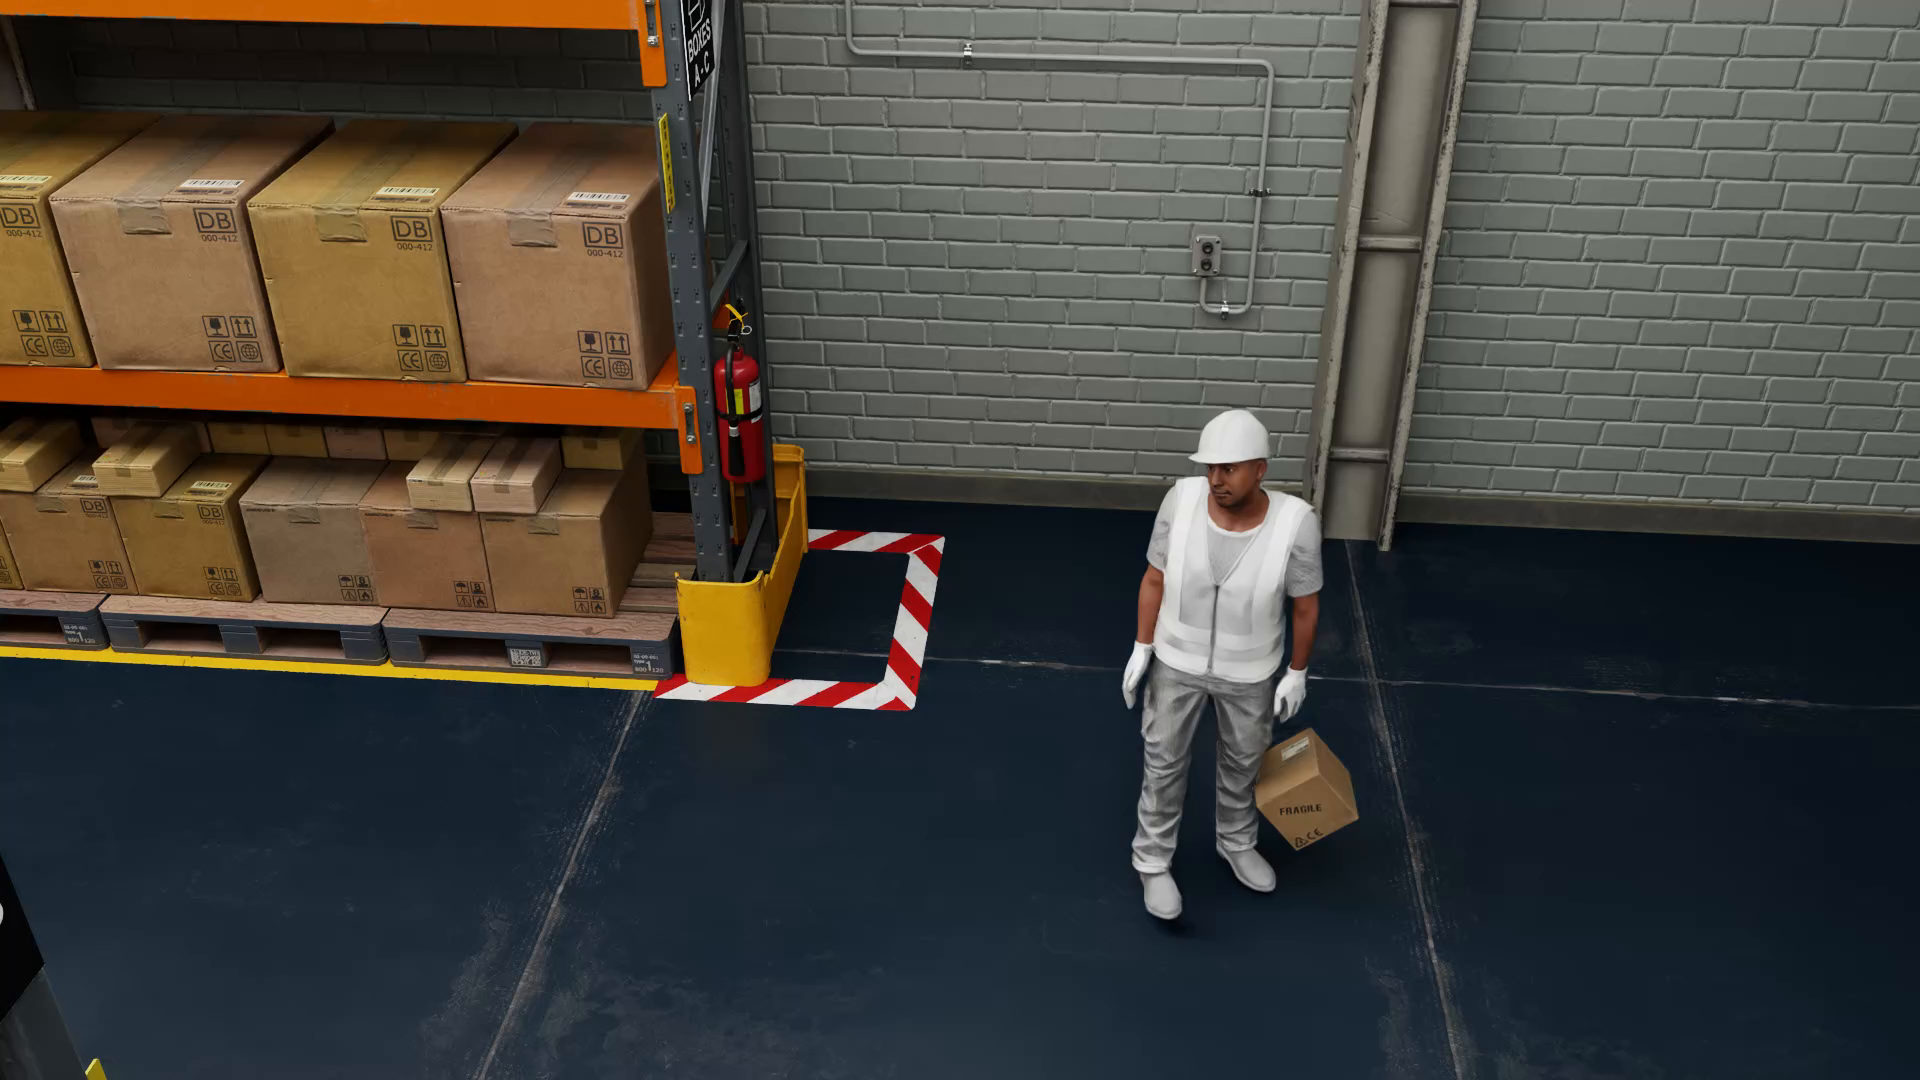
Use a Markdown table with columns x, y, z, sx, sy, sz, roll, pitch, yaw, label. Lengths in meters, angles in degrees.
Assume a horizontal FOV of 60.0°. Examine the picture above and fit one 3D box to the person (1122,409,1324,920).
| x | y | z | sx | sy | sz | roll | pitch | yaw | label |
| --- | --- | --- | --- | --- | --- | --- | --- | --- | --- |
| 0.826 | 0.439 | 5.354 | 0.593 | 1.787 | 0.542 | 8 | 32 | 12 | person |
